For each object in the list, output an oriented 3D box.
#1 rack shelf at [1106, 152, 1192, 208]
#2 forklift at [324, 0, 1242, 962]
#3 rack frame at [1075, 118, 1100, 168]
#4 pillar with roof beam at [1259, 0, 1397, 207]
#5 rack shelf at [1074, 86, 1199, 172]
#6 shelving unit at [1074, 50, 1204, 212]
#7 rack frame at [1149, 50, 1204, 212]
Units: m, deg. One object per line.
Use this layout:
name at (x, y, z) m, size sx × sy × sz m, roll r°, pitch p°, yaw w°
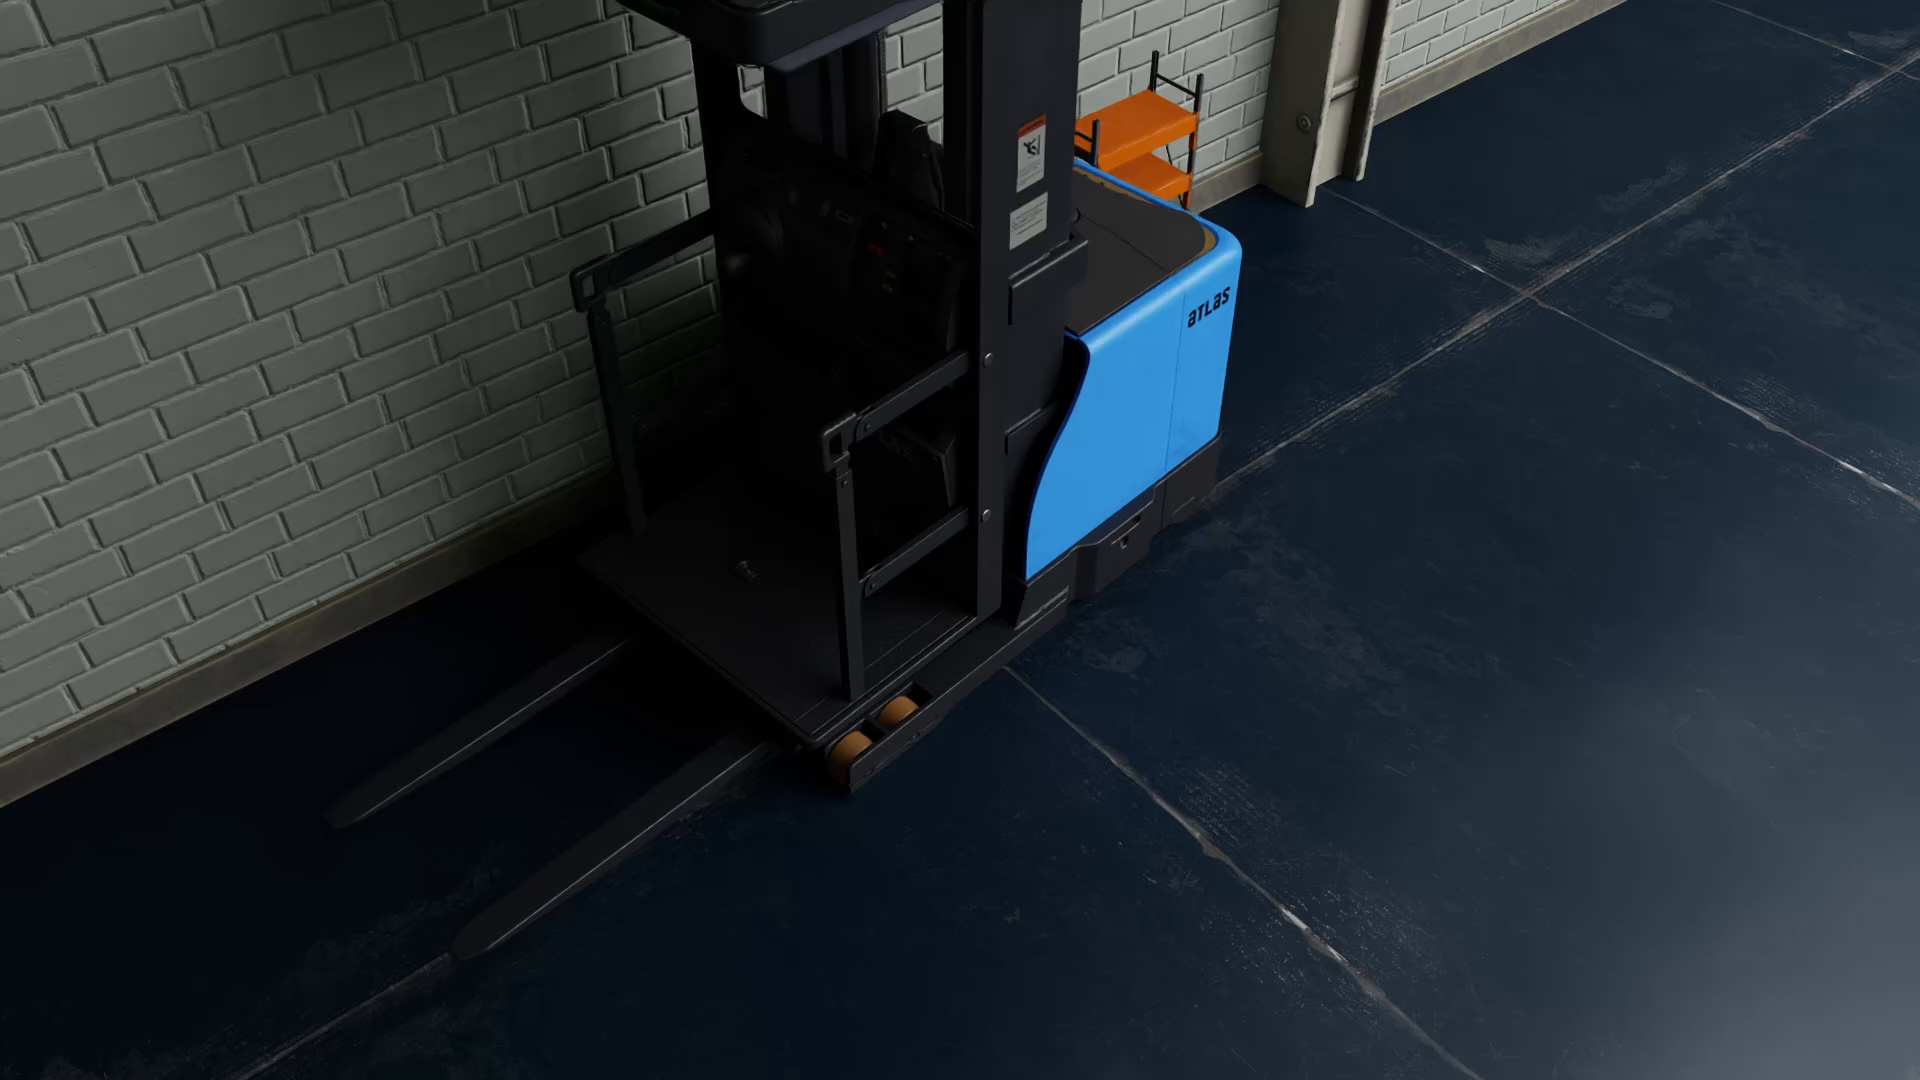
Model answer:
rack shelf at (0.567, -1.221, 5.945) m, size 0.480 × 0.148 × 0.258 m, roll -30°, pitch 51°, yaw -28°
forklift at (-0.479, -0.731, 4.387) m, size 1.130 × 2.935 × 3.031 m, roll 33°, pitch 52°, yaw 30°
rack frame at (0.379, -1.001, 5.939) m, size 0.015 × 1.200 × 0.240 m, roll -30°, pitch 51°, yaw -28°
pillar with roof beam at (4.332, -2.646, 1.994) m, size 0.400 × 9.000 × 9.100 m, roll -30°, pitch 51°, yaw -28°
rack shelf at (0.567, -1.394, 5.783) m, size 0.480 × 0.148 × 0.258 m, roll -30°, pitch 51°, yaw -28°
shelving unit at (0.567, -1.107, 6.053) m, size 0.503 × 1.200 × 0.258 m, roll -30°, pitch 51°, yaw -28°
rack frame at (0.755, -1.214, 6.166) m, size 0.015 × 1.200 × 0.240 m, roll -30°, pitch 51°, yaw -28°
